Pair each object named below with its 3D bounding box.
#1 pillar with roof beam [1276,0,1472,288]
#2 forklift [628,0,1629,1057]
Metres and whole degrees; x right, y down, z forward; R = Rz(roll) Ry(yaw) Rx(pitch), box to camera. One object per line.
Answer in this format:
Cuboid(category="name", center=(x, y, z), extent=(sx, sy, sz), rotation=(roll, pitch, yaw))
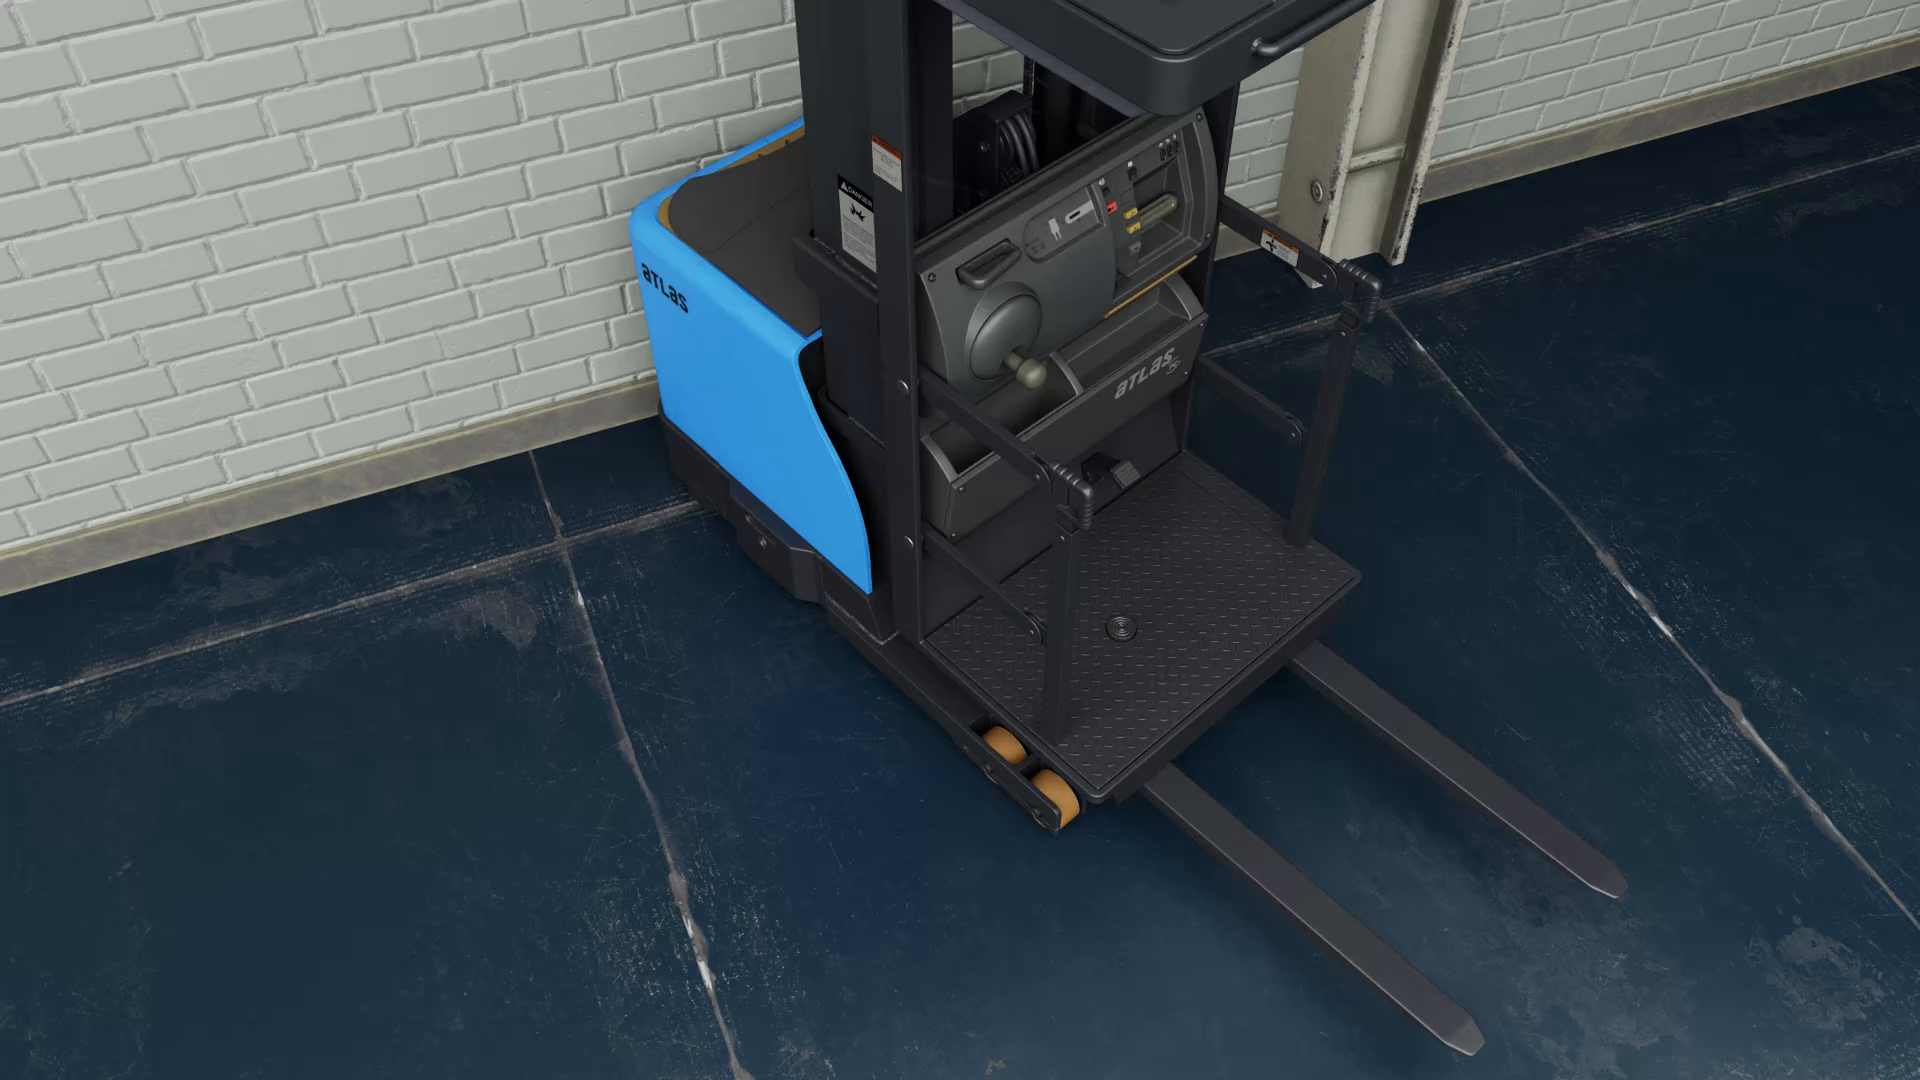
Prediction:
Cuboid(category="pillar with roof beam", center=(3.027, -0.985, 0.164), extent=(0.400, 9.000, 9.100), rotation=(-17, 52, -14))
Cuboid(category="forklift", center=(0.423, -0.608, 3.840), extent=(1.130, 2.935, 3.031), rotation=(-35, 58, -26))
